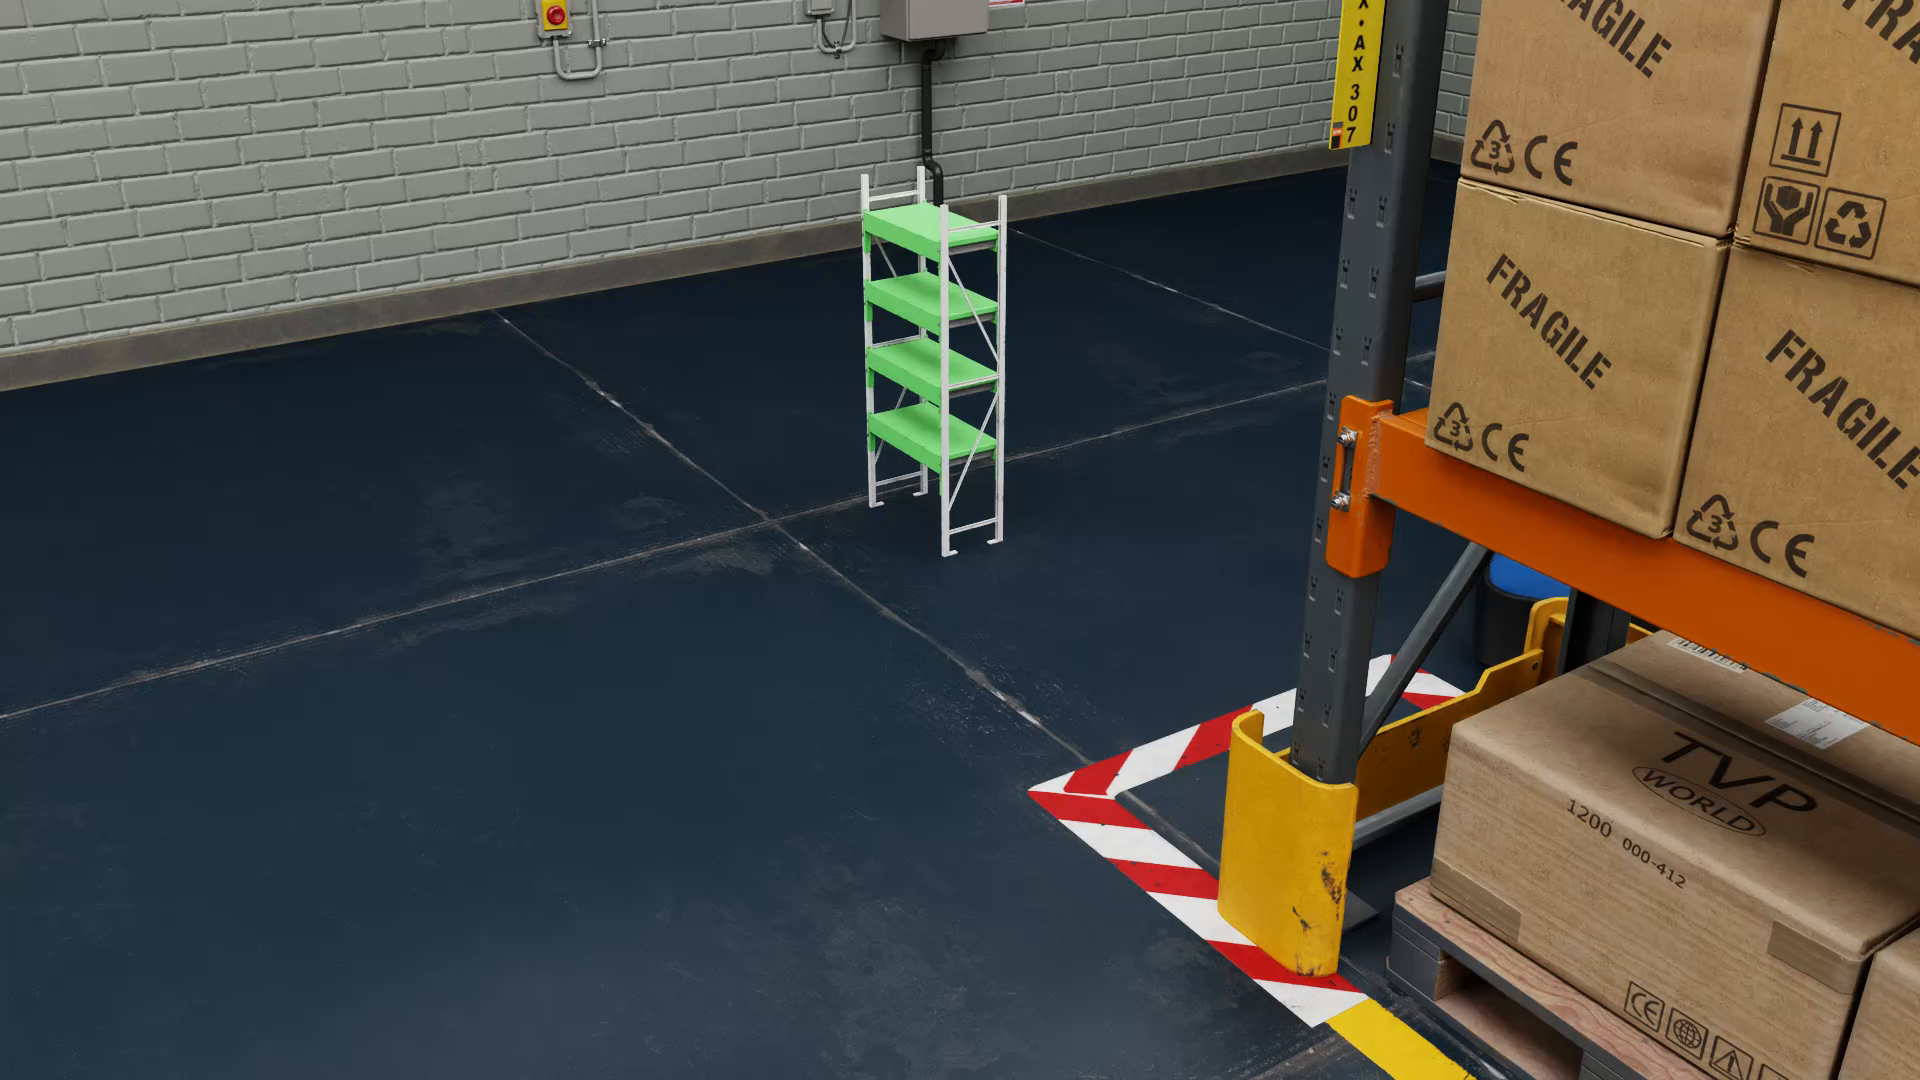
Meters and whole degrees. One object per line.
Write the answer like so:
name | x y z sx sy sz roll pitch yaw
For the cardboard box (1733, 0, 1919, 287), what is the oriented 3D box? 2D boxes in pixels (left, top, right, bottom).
cardboard box | 1.488 -0.638 2.300 0.500 0.500 0.500 -16 30 -31

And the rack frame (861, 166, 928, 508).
rack frame | -0.224 -0.689 5.804 0.240 1.200 0.015 -16 29 -30

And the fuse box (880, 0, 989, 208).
fuse box | -0.081 -2.428 8.890 0.539 1.711 0.414 -16 29 -30

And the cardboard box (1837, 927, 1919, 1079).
cardboard box | 2.128 0.945 2.745 0.875 0.438 0.875 -15 29 -28

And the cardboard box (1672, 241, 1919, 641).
cardboard box | 1.498 -0.195 2.531 0.500 0.500 0.500 -16 30 -30

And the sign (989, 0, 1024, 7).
sign | 0.220 -3.157 9.036 0.329 0.494 0.001 -16 29 -30

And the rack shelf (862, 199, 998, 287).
rack shelf | -0.090 -0.978 5.442 0.258 0.148 0.480 -16 29 -30

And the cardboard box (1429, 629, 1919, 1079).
cardboard box | 1.621 0.619 3.434 0.875 0.438 0.875 -17 30 -31

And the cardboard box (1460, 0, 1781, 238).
cardboard box | 1.200 -0.822 2.688 0.500 0.500 0.500 -16 30 -31

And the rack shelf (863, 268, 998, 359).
rack shelf | -0.090 -0.761 5.544 0.258 0.148 0.480 -16 29 -30

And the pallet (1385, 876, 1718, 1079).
pallet | 1.679 0.966 3.456 1.003 0.211 1.213 -16 29 -30

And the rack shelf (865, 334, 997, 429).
rack shelf | -0.090 -0.544 5.647 0.258 0.148 0.480 -16 29 -30

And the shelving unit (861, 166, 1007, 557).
shelving unit | -0.090 -0.602 5.619 0.258 1.200 0.503 -16 29 -30

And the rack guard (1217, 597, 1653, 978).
rack guard | 1.164 0.559 3.979 1.175 0.500 0.348 -16 29 -30

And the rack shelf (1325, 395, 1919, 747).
rack shelf | 2.269 0.478 2.066 1.077 0.370 4.000 -16 29 -30

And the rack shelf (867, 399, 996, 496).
rack shelf | -0.090 -0.327 5.749 0.258 0.148 0.480 -16 29 -30

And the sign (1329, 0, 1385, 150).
sign | 0.709 -0.862 2.956 0.100 0.325 0.005 -16 29 -30

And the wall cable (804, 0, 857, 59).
wall cable | -0.739 -3.368 8.180 0.588 1.984 0.122 -16 29 -30

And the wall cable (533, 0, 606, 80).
wall cable | -1.921 -3.047 7.465 0.585 1.953 0.123 -16 29 -30

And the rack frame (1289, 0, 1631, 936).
rack frame | 1.177 -0.562 3.428 1.000 3.000 0.127 -16 29 -30

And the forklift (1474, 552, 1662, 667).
forklift | 3.082 -0.918 4.260 3.031 2.935 1.130 7 26 15

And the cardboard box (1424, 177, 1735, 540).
cardboard box | 1.198 -0.369 2.901 0.500 0.500 0.500 -16 30 -30

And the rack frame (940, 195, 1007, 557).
rack frame | 0.043 -0.515 5.434 0.240 1.200 0.015 -16 29 -30
